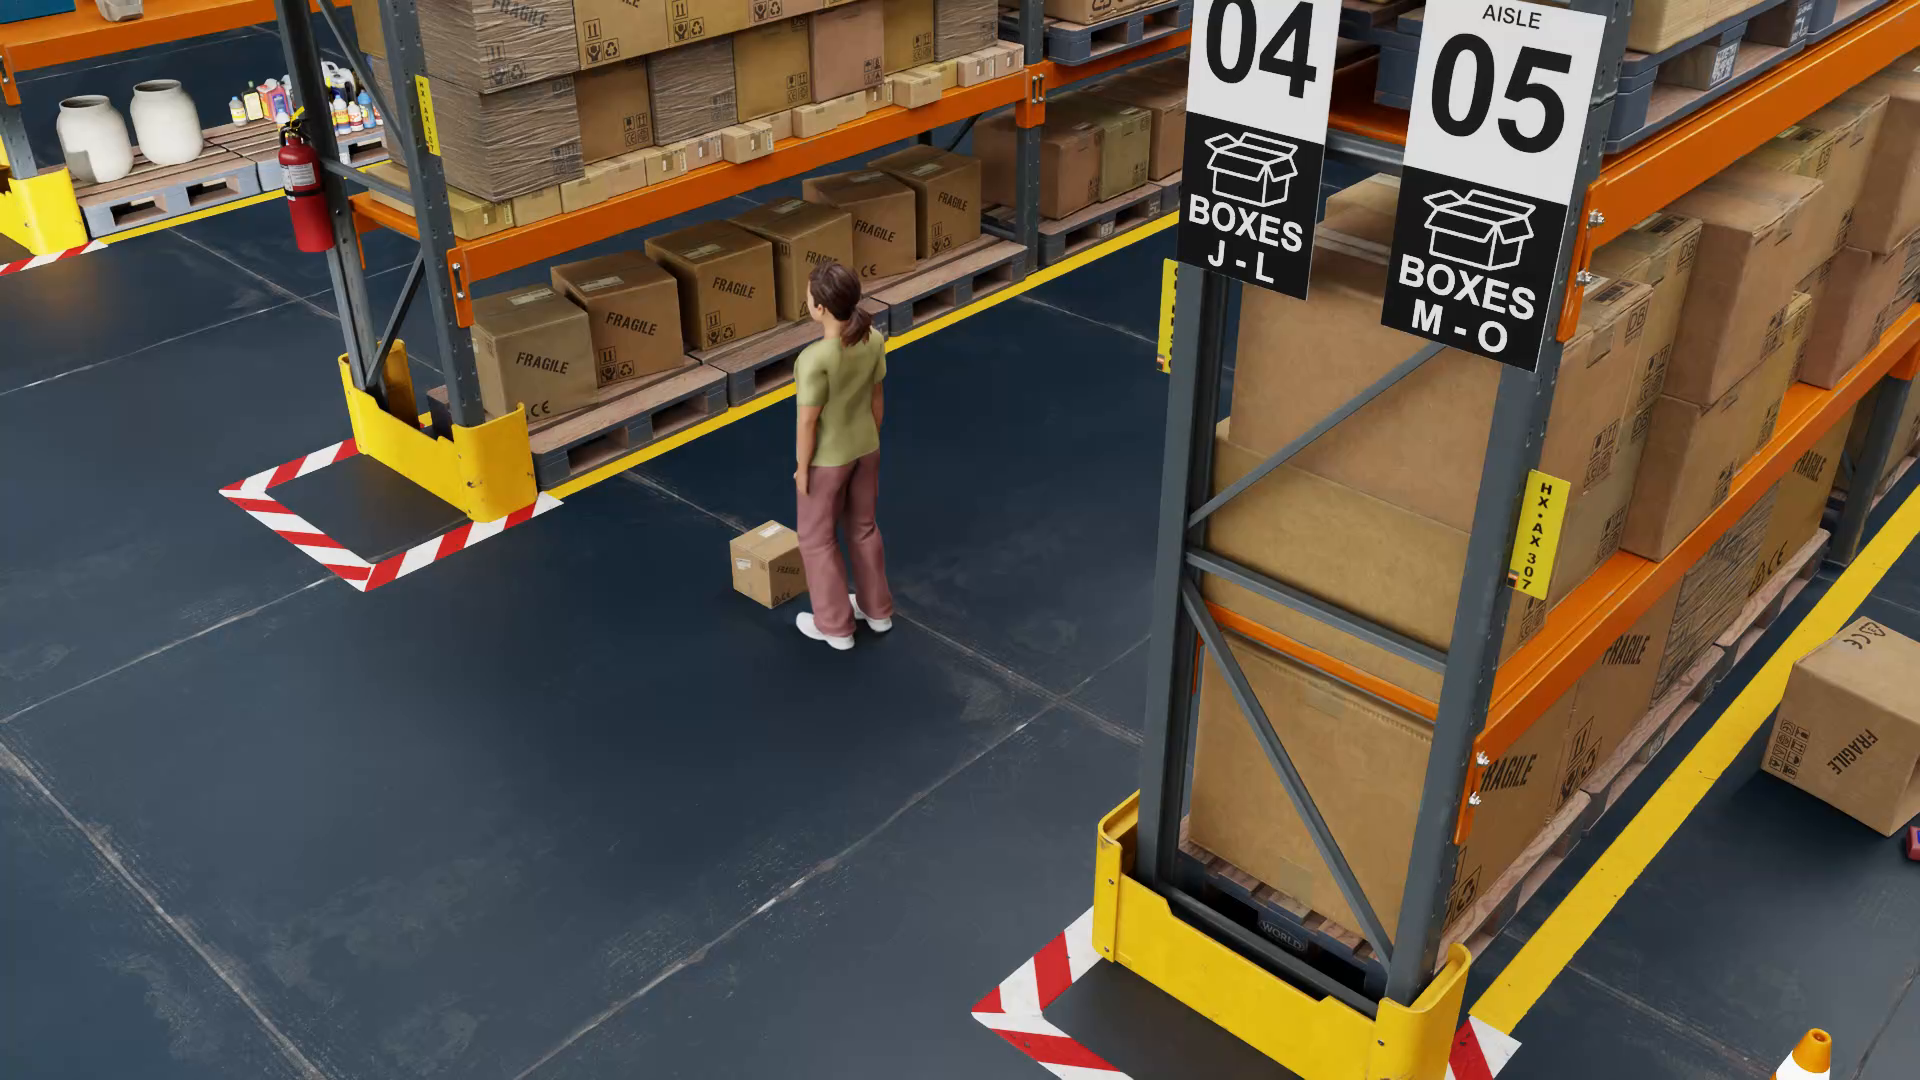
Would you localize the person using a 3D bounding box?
[{"bbox_3d":[-0.486,-0.324,6.672,0.370,1.668,0.441,26,40,36],"label":"person"}]
